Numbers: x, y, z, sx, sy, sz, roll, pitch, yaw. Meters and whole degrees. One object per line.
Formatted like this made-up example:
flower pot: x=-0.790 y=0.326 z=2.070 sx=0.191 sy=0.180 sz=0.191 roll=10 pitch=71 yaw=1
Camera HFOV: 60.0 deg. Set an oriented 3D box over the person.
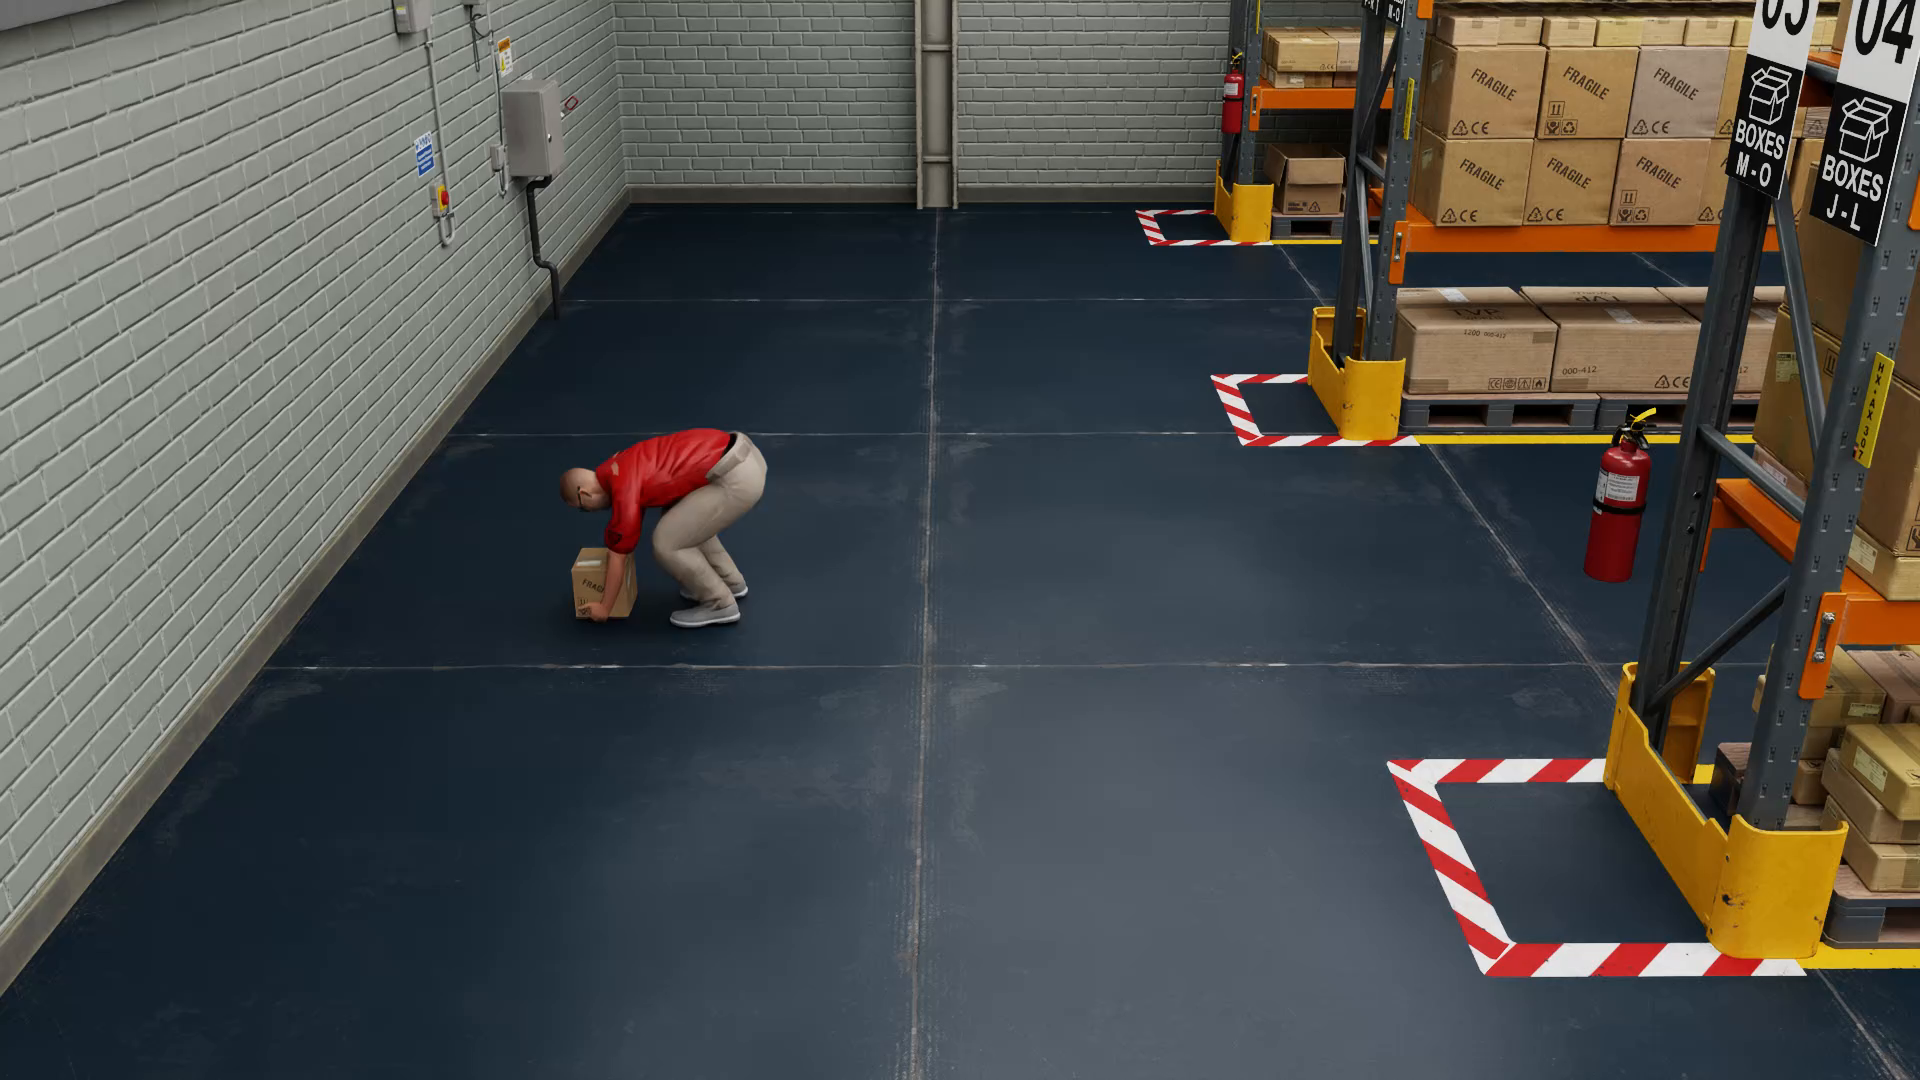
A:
person: x=-1.175 y=-0.448 z=7.626 sx=0.392 sy=1.726 sz=0.606 roll=-2 pitch=24 yaw=-4
